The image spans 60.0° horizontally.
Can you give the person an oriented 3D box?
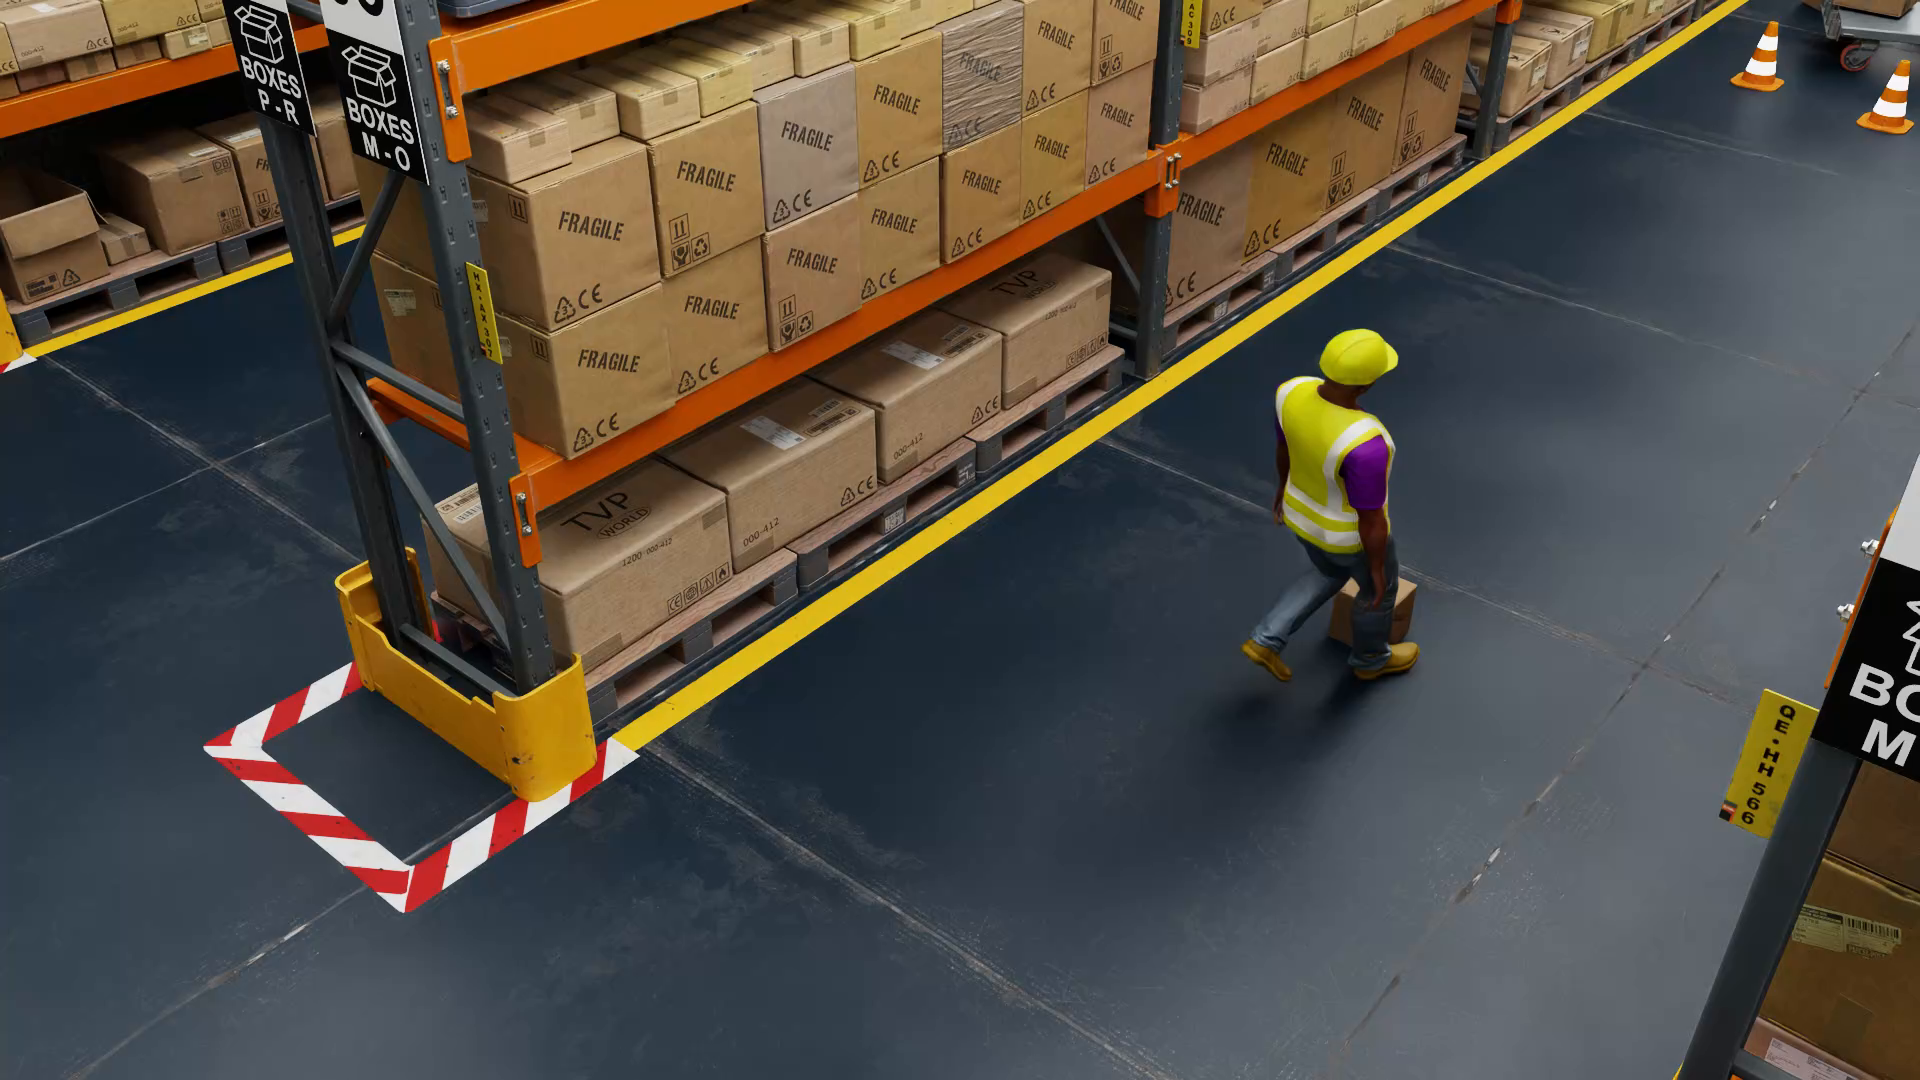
[{"bbox_3d":[1.513,-0.112,6.342,0.837,1.701,0.641,-18,39,-24],"label":"person"}]
